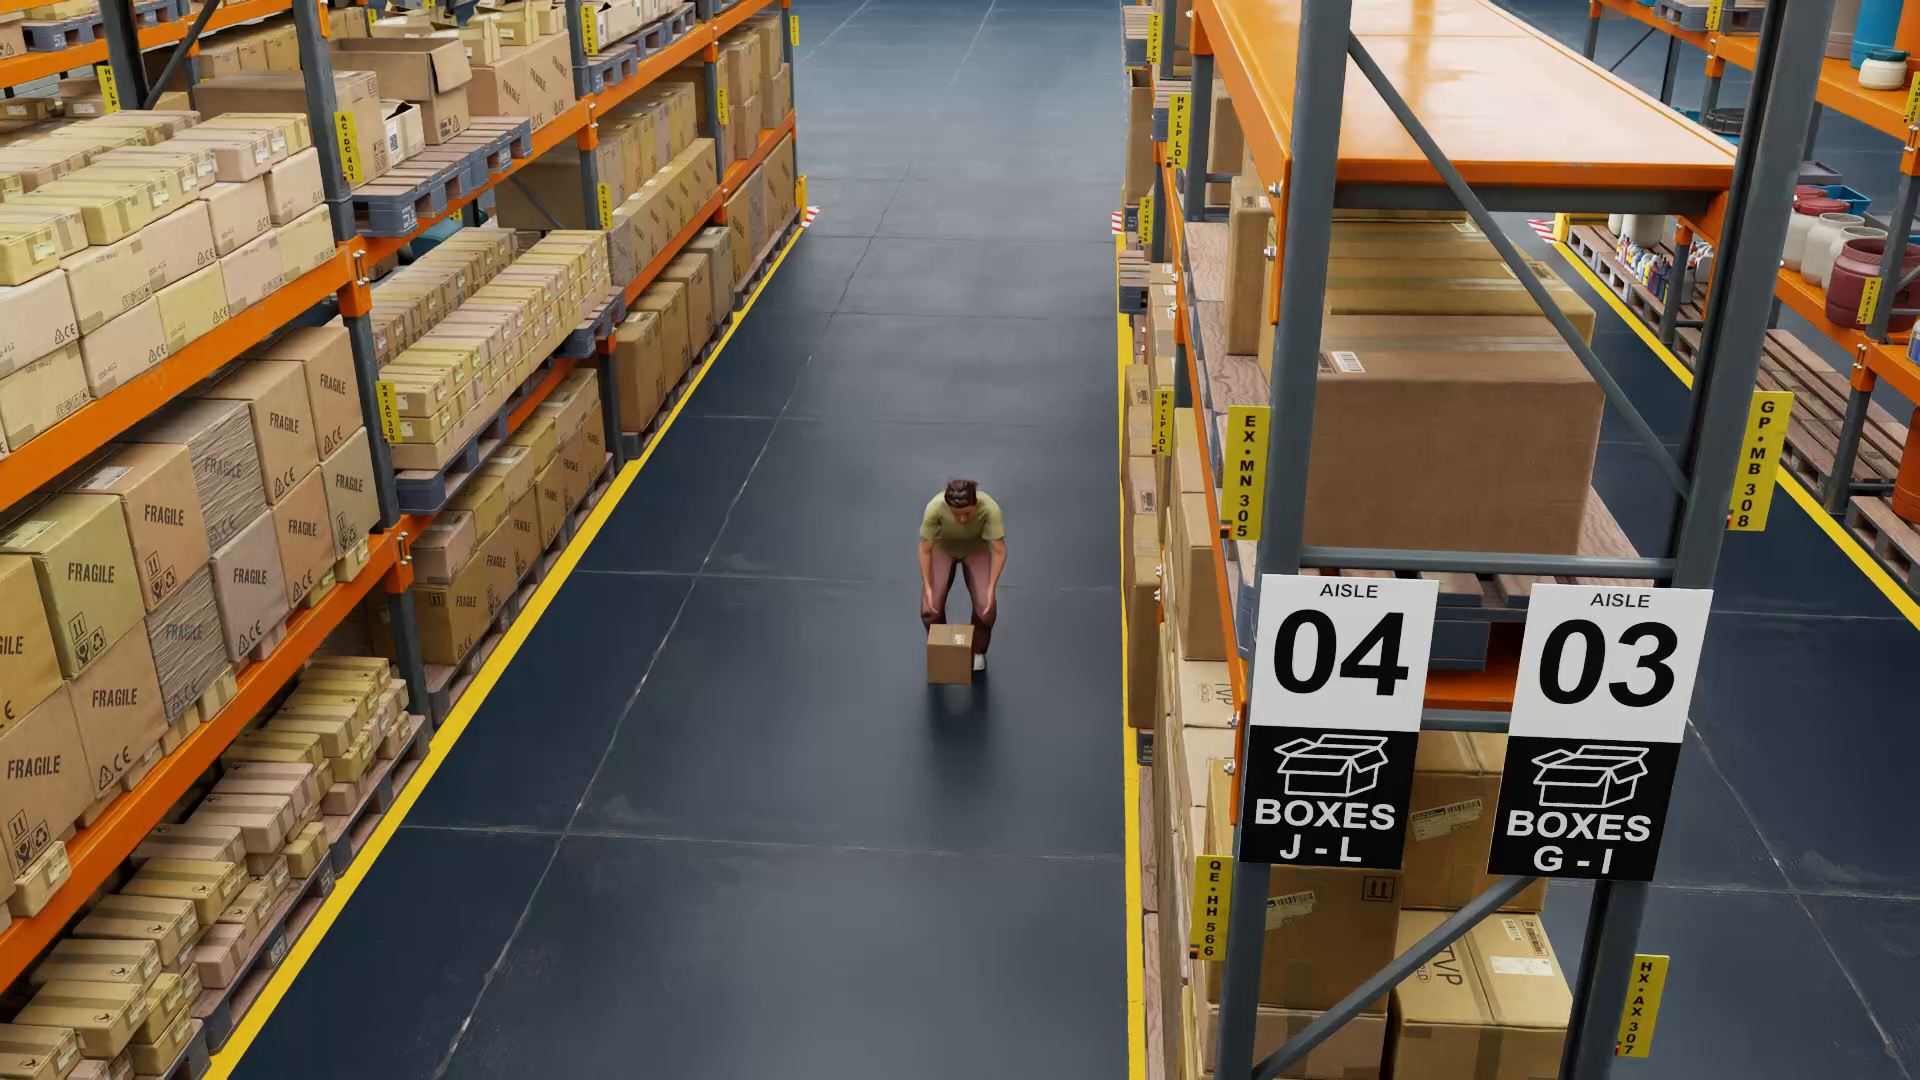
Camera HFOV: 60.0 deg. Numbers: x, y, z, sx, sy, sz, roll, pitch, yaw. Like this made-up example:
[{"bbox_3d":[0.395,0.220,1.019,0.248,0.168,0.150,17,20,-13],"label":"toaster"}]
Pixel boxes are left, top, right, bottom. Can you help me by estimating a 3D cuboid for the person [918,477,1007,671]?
[{"bbox_3d":[0.021,0.161,9.704,0.512,1.307,0.680,2,25,4],"label":"person"}]
